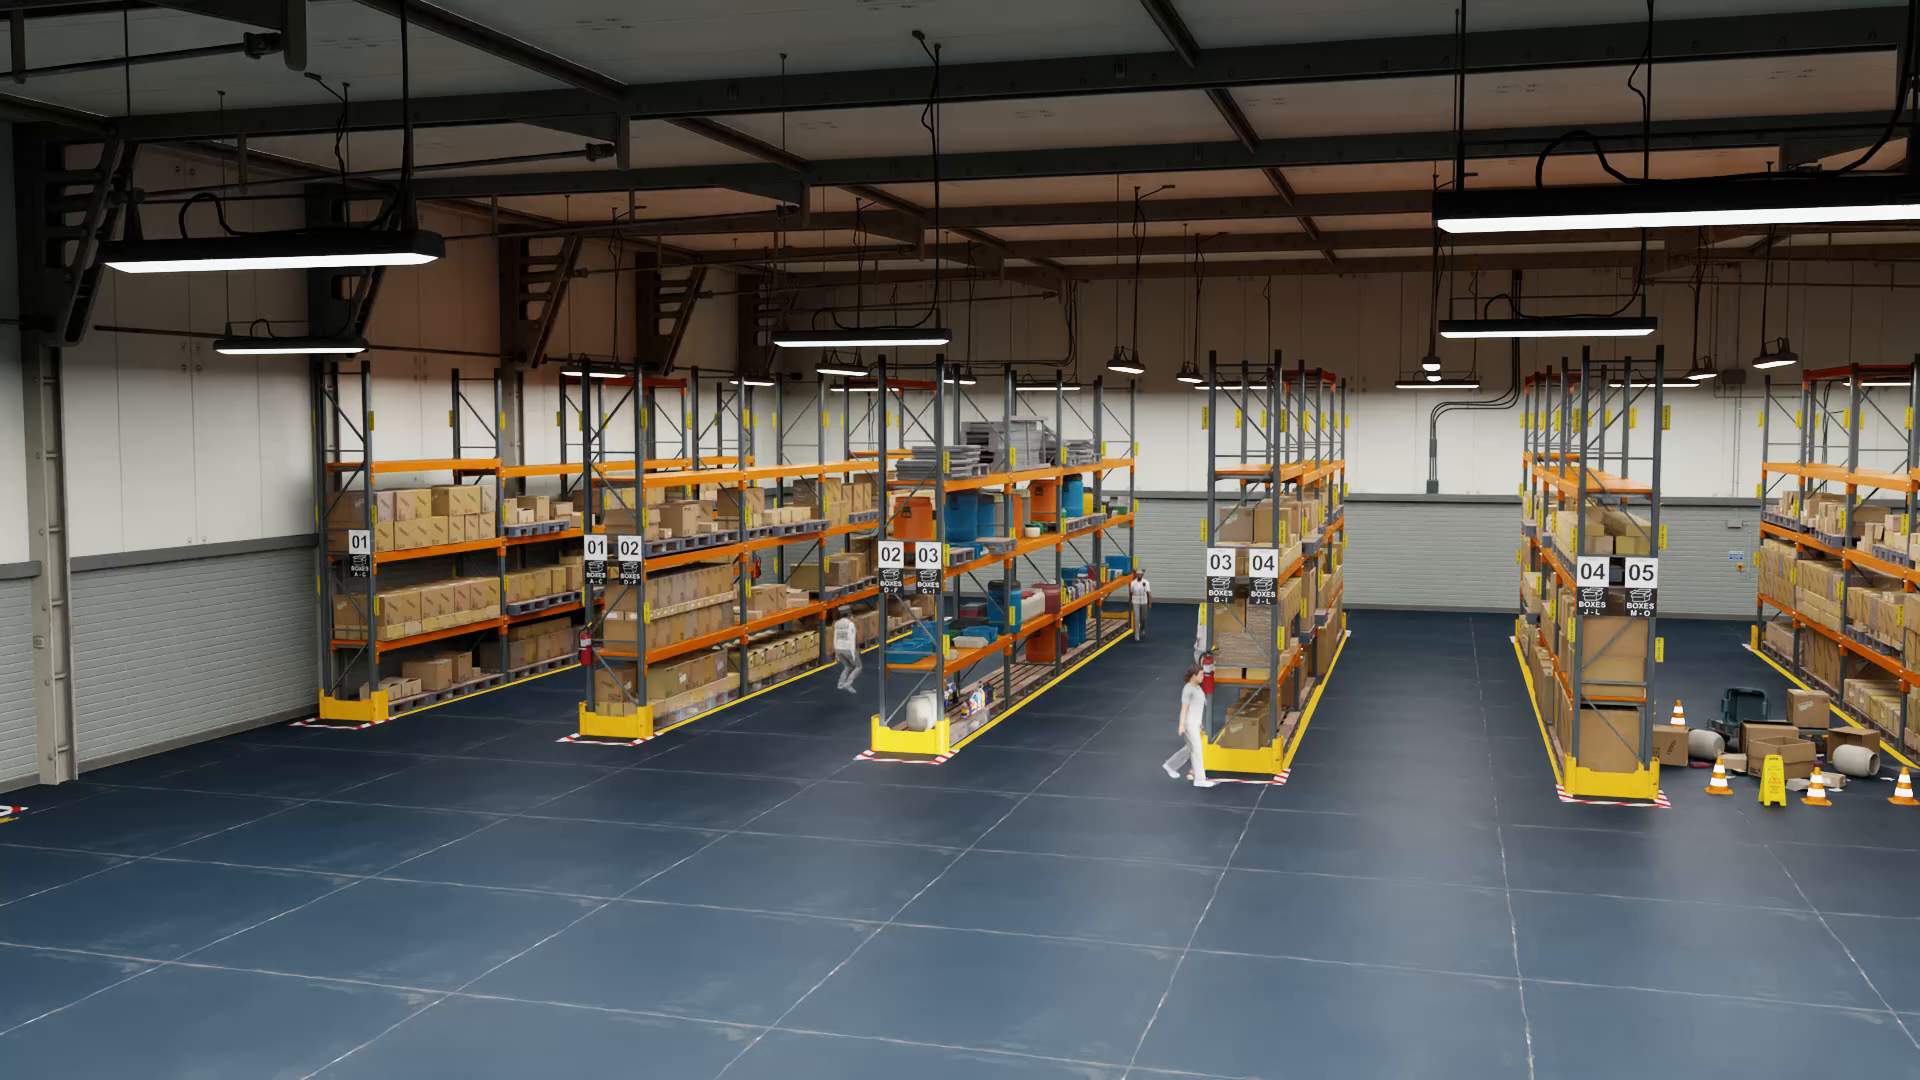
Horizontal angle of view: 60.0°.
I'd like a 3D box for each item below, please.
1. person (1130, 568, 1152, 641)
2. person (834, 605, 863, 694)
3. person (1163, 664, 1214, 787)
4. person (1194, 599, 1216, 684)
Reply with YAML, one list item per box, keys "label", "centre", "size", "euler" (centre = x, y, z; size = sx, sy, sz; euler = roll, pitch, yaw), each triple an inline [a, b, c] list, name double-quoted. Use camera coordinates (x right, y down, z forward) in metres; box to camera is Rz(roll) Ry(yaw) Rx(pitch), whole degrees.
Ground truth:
- label: "person"
  centre: [4.126, 1.444, 38.015]
  size: [0.464, 1.637, 0.997]
  euler: [0, 4, 1]
- label: "person"
  centre: [-2.011, 1.931, 29.413]
  size: [0.524, 1.566, 0.476]
  euler: [3, 5, 34]
- label: "person"
  centre: [3.166, 2.536, 22.953]
  size: [0.820, 1.653, 0.448]
  euler: [2, 5, 25]
- label: "person"
  centre: [4.753, 1.862, 31.473]
  size: [0.638, 1.779, 0.528]
  euler: [-1, 4, -19]
